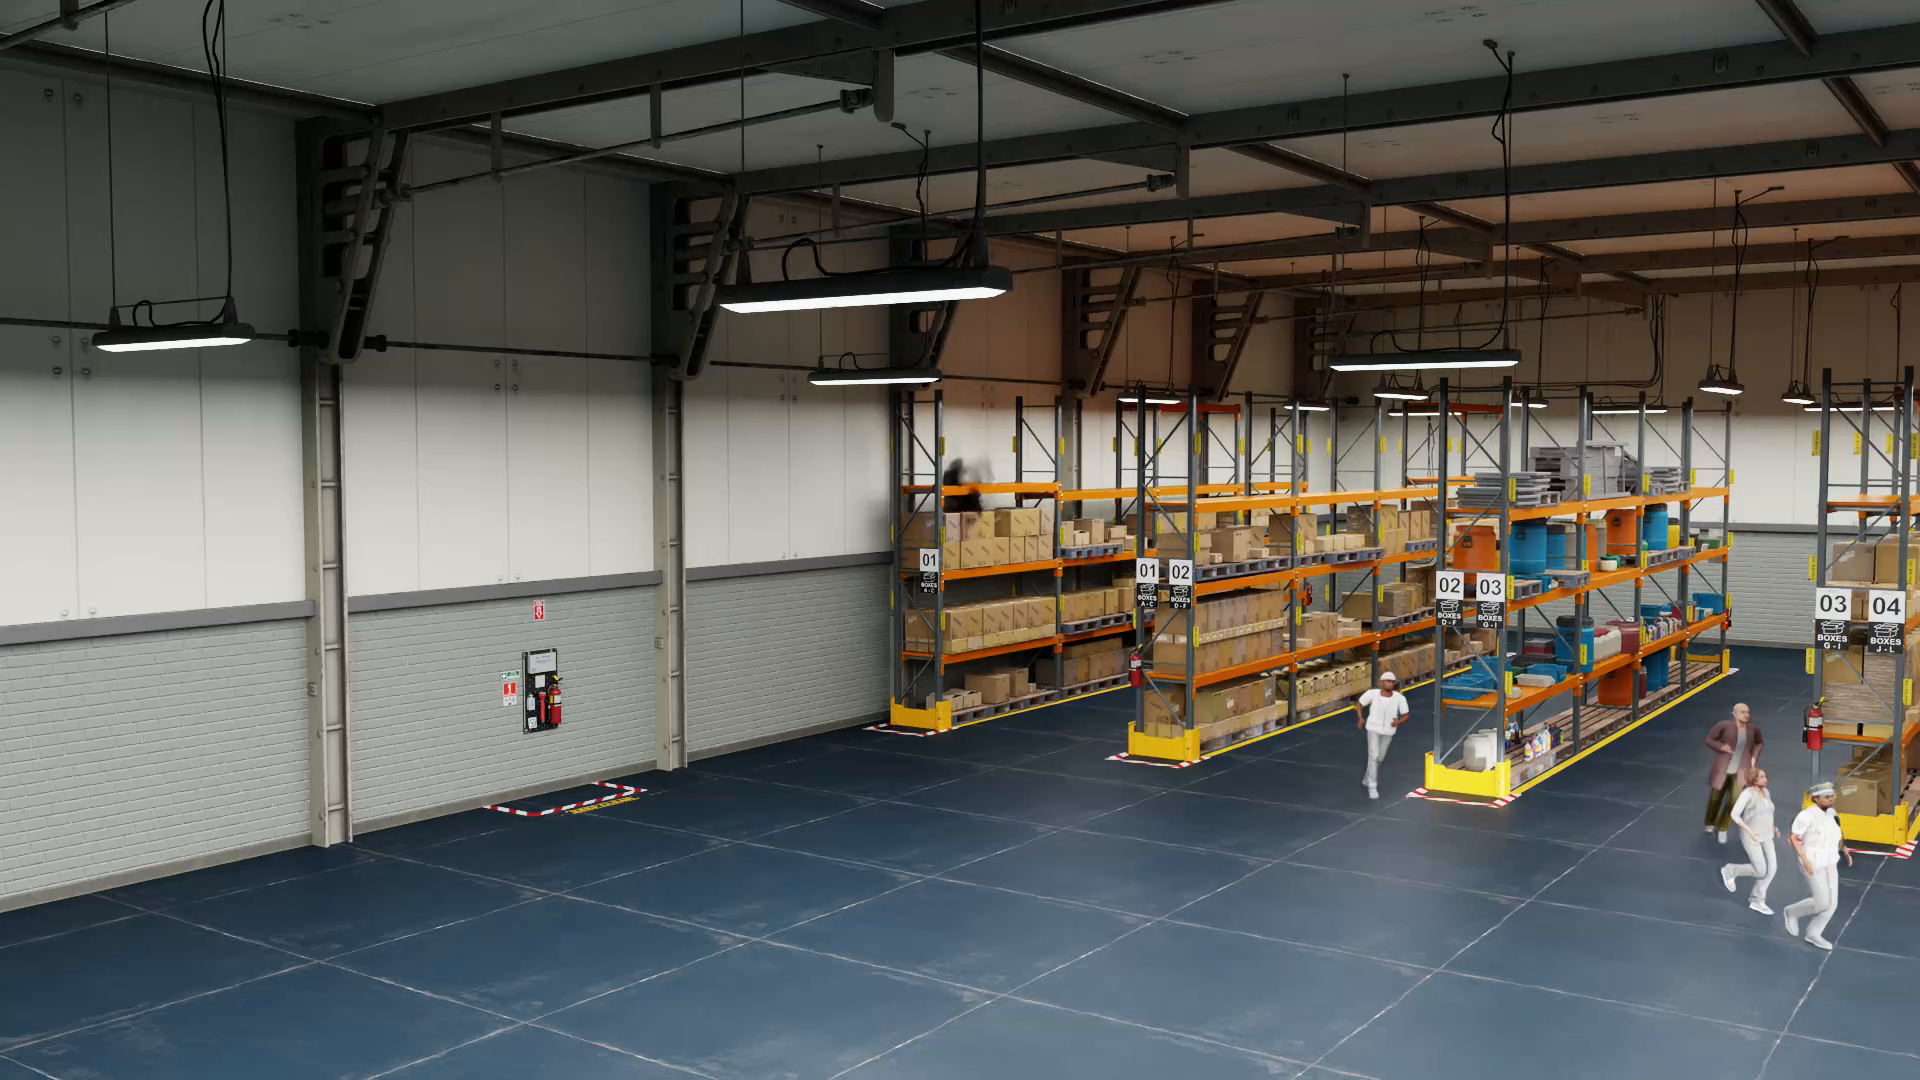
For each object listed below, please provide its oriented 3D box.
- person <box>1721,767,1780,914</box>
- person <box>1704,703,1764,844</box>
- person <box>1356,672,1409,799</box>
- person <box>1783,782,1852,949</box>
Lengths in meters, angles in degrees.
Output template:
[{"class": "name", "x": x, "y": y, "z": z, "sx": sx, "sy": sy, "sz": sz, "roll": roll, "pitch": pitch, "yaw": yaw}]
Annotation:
[{"class": "person", "x": 8.565, "y": 3.219, "z": 17.992, "sx": 0.541, "sy": 1.562, "sz": 0.591, "roll": -2, "pitch": 4, "yaw": -26}, {"class": "person", "x": 9.824, "y": 2.958, "z": 21.076, "sx": 0.712, "sy": 1.791, "sz": 0.737, "roll": 1, "pitch": 3, "yaw": 18}, {"class": "person", "x": 6.093, "y": 2.775, "z": 23.960, "sx": 0.716, "sy": 1.763, "sz": 0.855, "roll": 0, "pitch": 3, "yaw": 1}, {"class": "person", "x": 8.620, "y": 3.237, "z": 16.705, "sx": 0.593, "sy": 1.669, "sz": 0.555, "roll": -1, "pitch": 3, "yaw": -23}]
